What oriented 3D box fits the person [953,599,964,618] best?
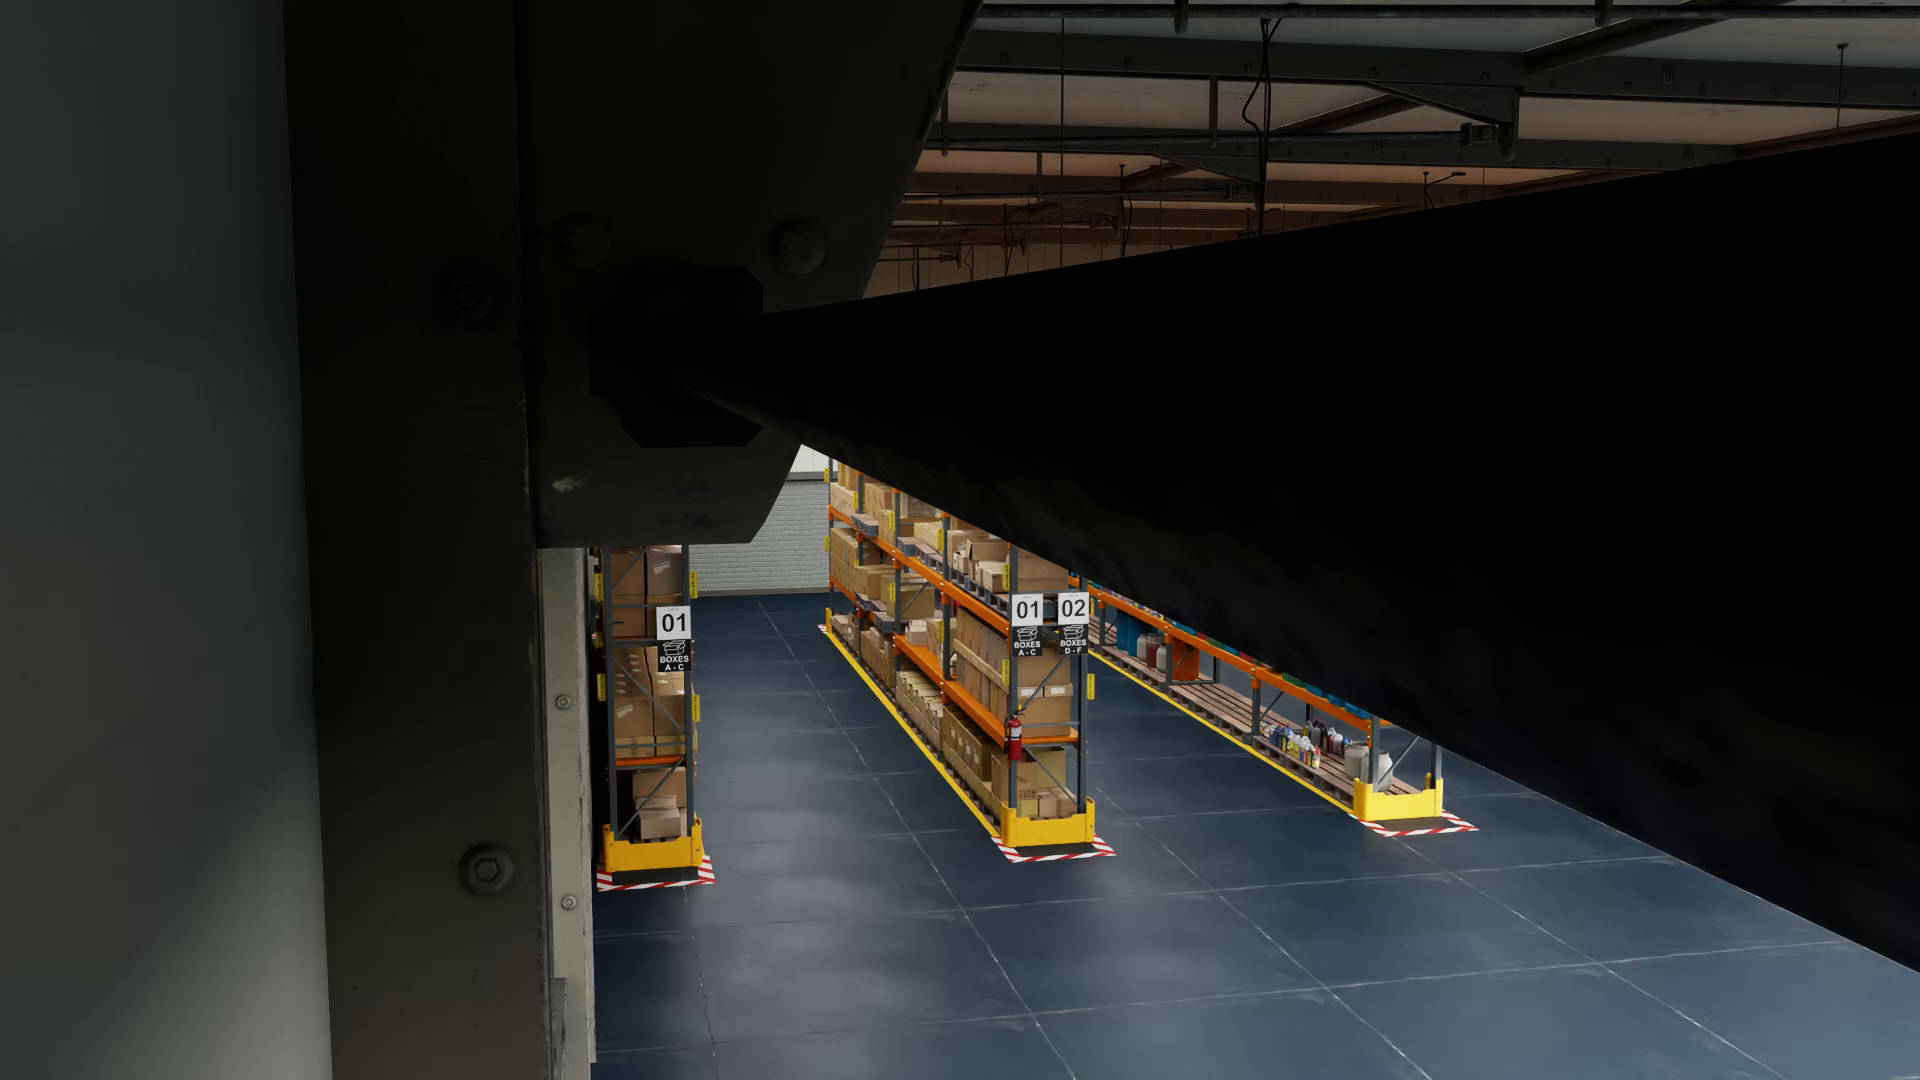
[{"bbox_3d":[0.107,1.635,32.544,0.558,1.675,1.011,-2,7,-15],"label":"person"}]
